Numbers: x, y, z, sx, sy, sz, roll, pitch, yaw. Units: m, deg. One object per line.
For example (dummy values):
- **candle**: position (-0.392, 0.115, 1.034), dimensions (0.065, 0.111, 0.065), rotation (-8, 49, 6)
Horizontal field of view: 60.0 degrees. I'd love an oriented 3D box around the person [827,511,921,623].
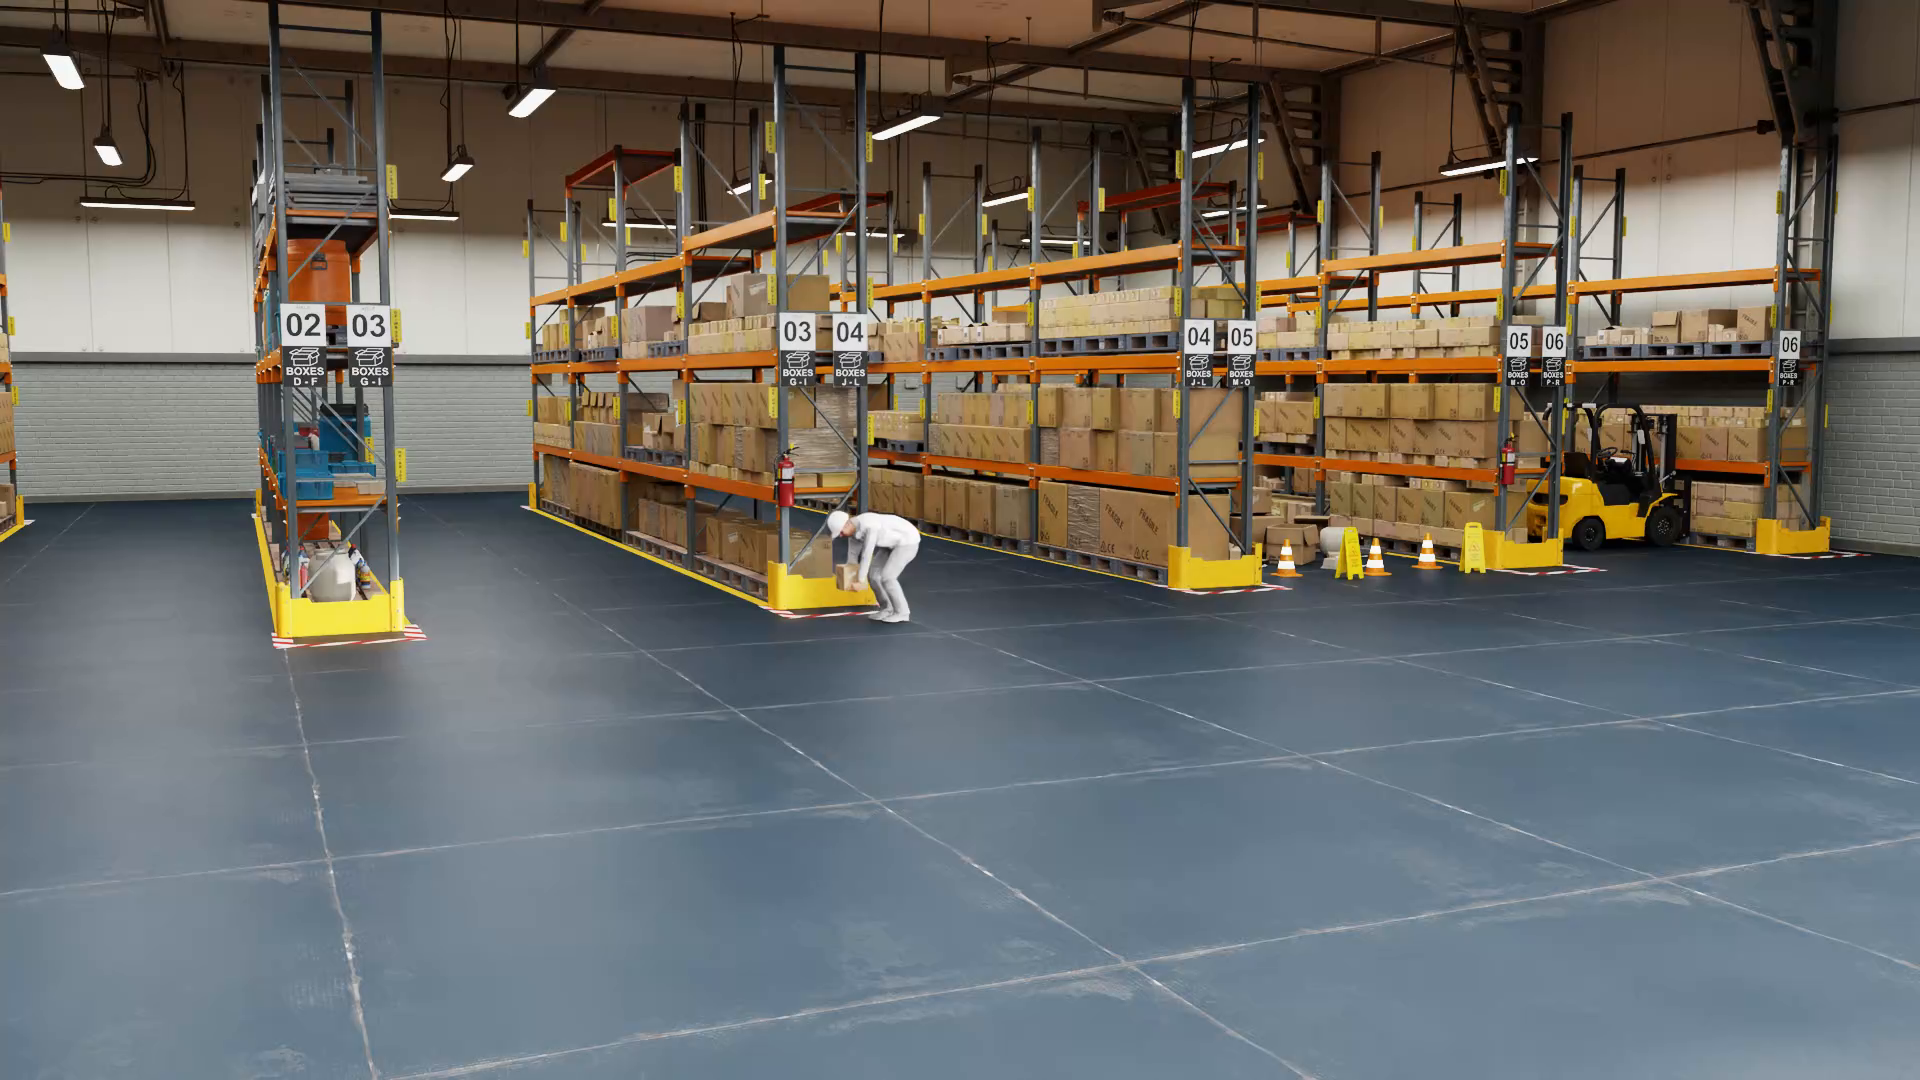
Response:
- **person**: position (-0.891, 0.267, 17.073), dimensions (0.988, 1.157, 0.486), rotation (-3, 6, -26)
